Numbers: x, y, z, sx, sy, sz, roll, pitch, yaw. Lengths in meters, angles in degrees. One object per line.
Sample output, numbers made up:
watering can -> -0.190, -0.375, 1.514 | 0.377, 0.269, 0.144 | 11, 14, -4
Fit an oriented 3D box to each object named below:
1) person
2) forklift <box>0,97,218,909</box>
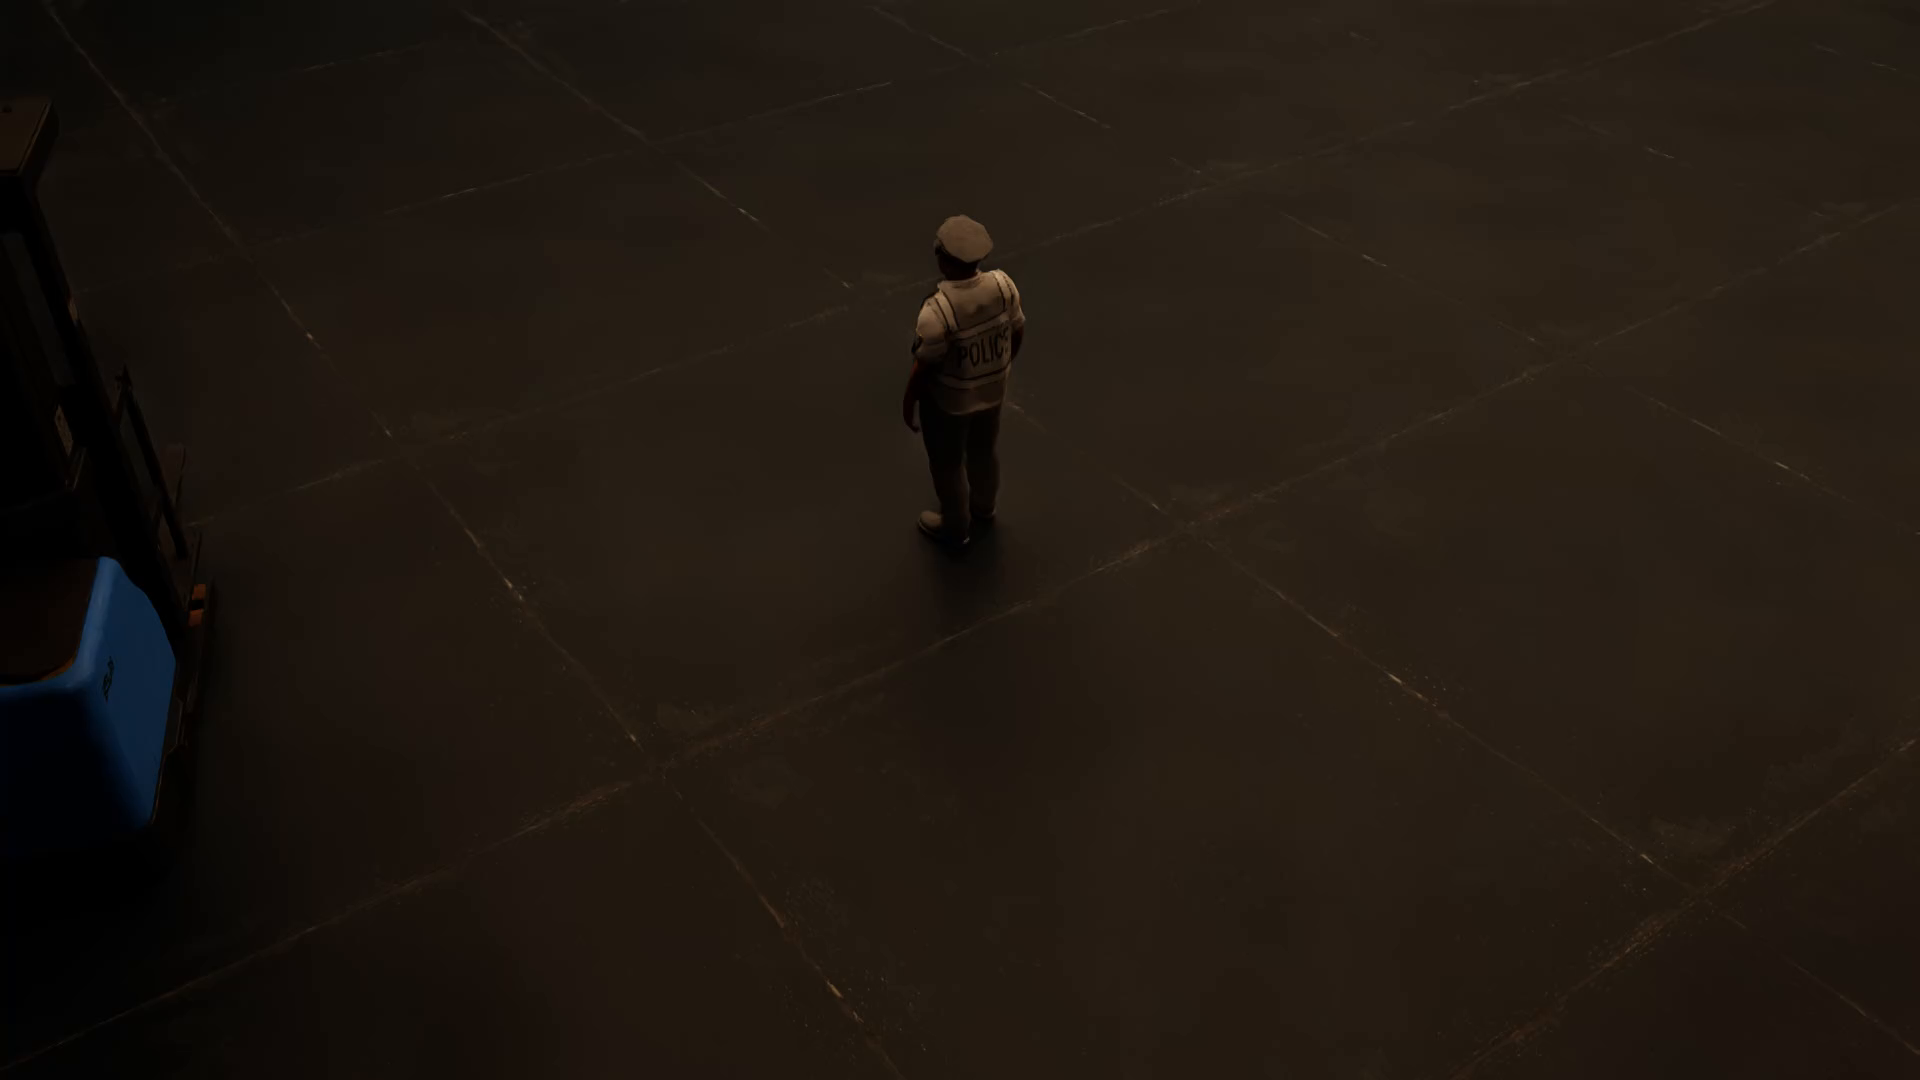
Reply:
person -> -0.035, -0.765, 7.932 | 0.640, 1.781, 0.574 | -23, 42, -28
forklift -> -3.999, -0.587, 6.738 | 1.130, 2.935, 3.031 | -9, 37, -12
